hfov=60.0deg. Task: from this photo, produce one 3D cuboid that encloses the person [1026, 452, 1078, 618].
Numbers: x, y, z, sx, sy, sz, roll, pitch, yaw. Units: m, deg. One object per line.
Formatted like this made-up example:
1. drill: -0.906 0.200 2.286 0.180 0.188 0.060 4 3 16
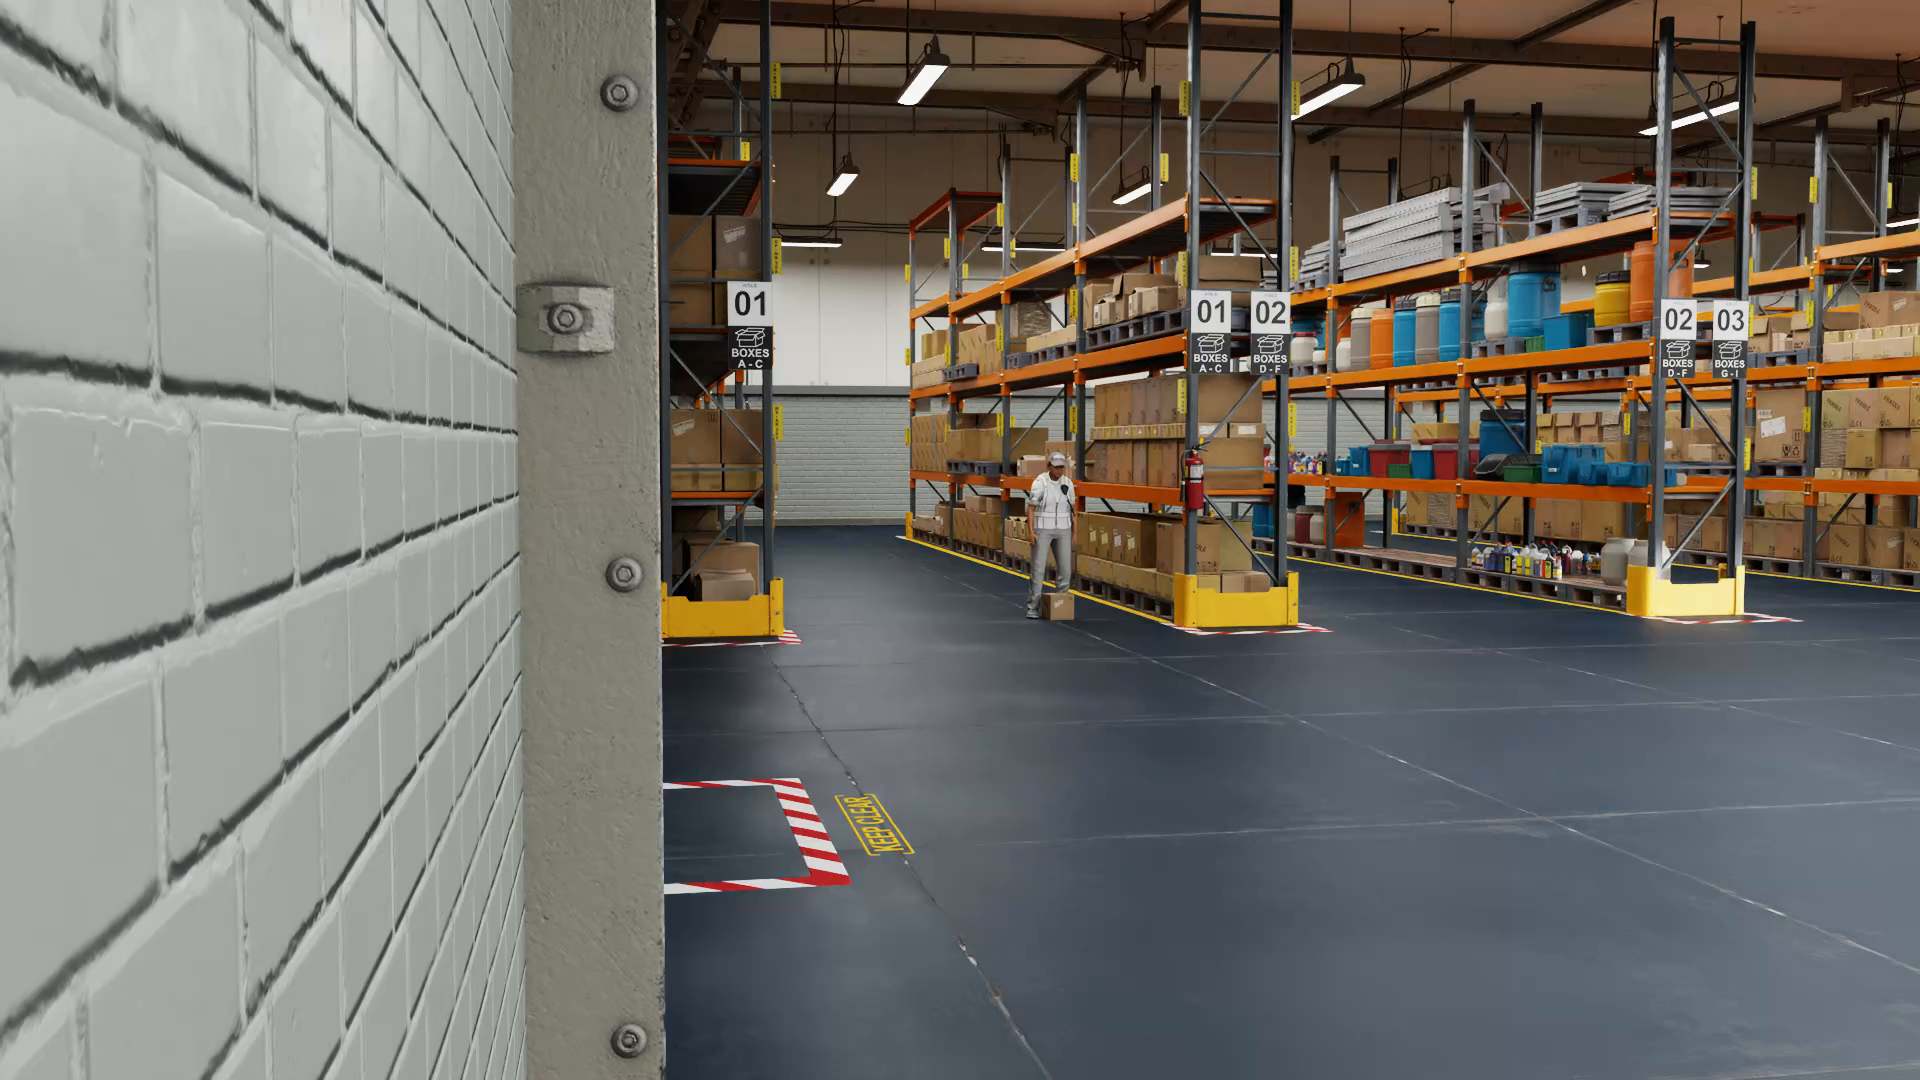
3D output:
1. person: 0.923 -0.055 16.780 0.564 1.667 0.463 -1 3 -16
